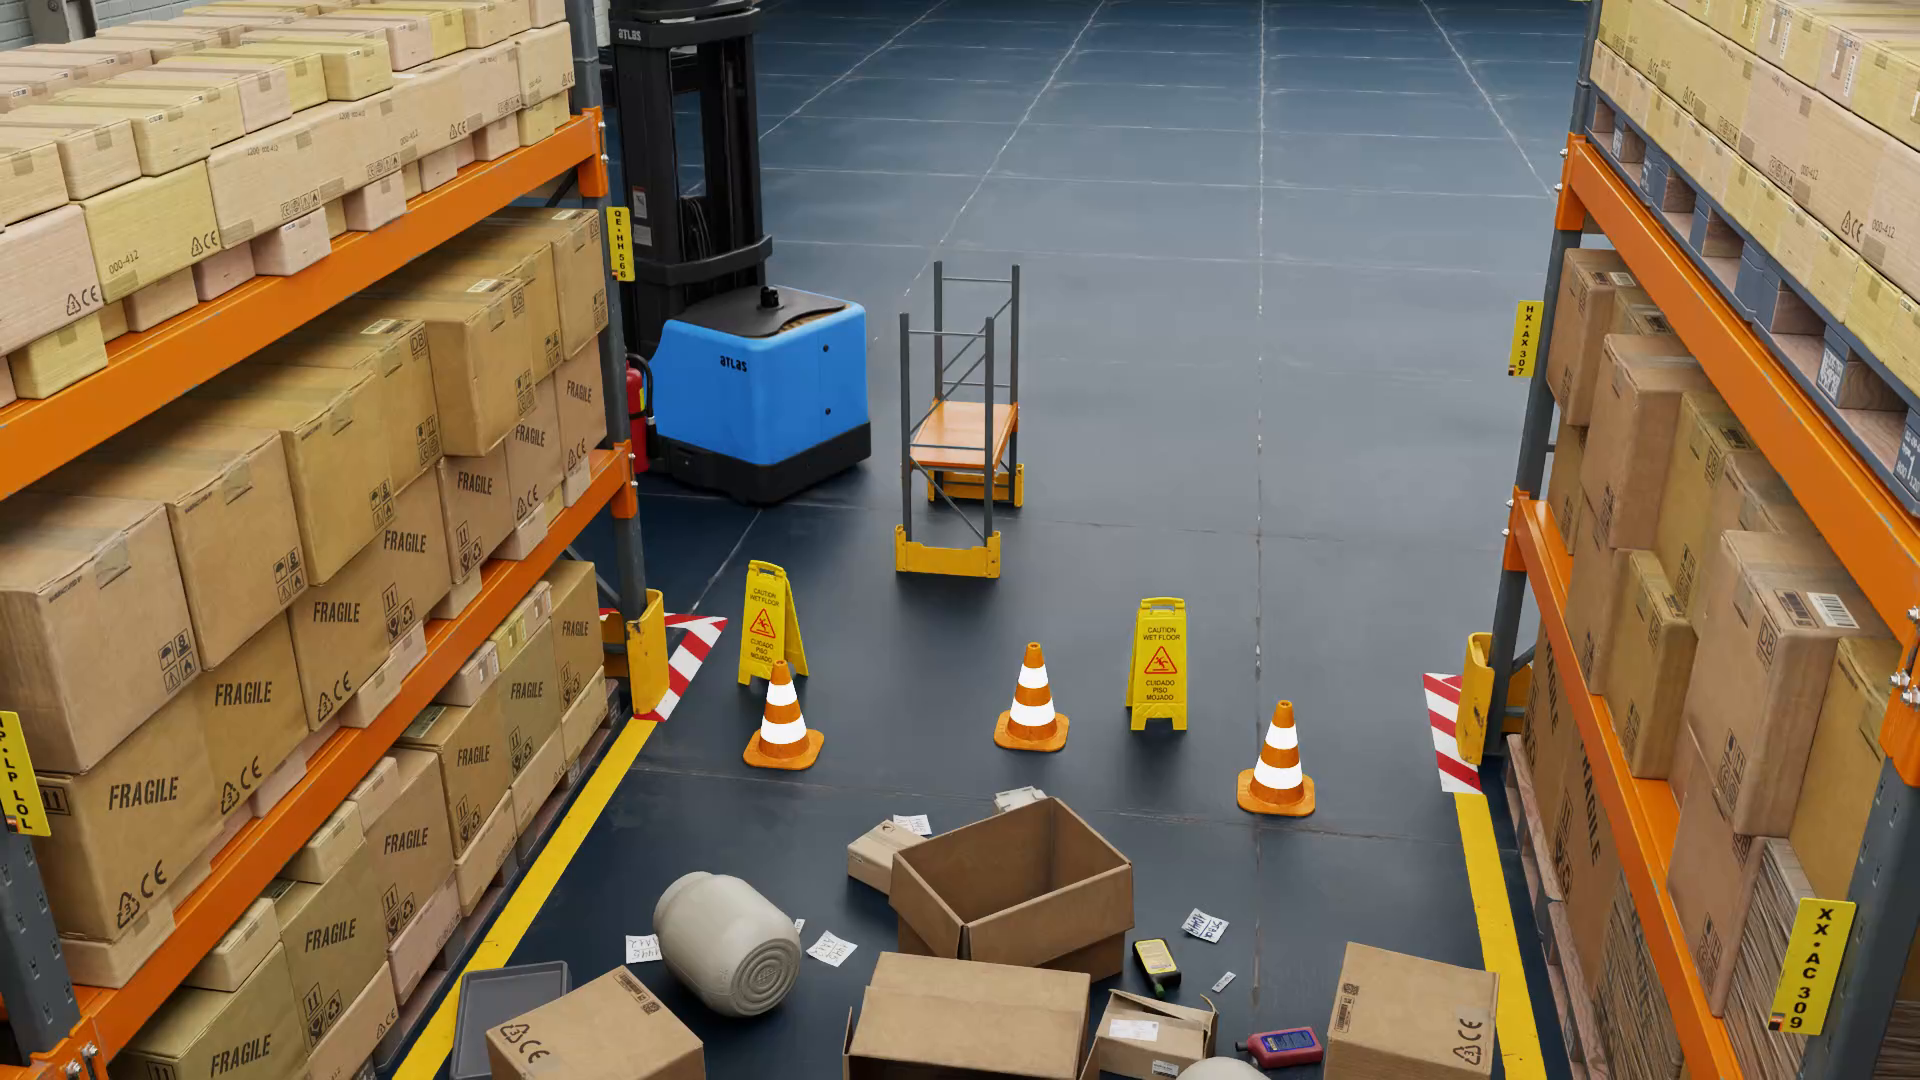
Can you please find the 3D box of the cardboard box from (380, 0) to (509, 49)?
[{"bbox_3d":[-1.883,-1.893,6.073,0.380,0.149,0.250,4,25,8],"label":"cardboard box"}]

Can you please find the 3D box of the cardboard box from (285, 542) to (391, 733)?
[{"bbox_3d":[-2.168,0.246,5.218,0.500,0.500,0.500,4,25,8],"label":"cardboard box"}]

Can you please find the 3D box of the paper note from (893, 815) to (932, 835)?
[{"bbox_3d":[-0.206,1.216,7.116,0.148,0.019,0.142,-5,25,-10],"label":"paper note"}]

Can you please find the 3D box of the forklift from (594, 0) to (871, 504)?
[{"bbox_3d":[-2.060,-2.032,10.633,3.031,2.935,1.130,17,30,33],"label":"forklift"}]

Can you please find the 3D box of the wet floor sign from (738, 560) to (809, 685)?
[{"bbox_3d":[-0.929,0.399,8.136,0.267,0.644,0.232,13,28,26],"label":"wet floor sign"}]

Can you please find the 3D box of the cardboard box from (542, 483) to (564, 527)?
[{"bbox_3d":[-1.861,-0.157,6.844,0.380,0.149,0.250,4,25,8],"label":"cardboard box"}]

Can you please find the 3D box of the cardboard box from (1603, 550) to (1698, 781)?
[{"bbox_3d":[2.539,0.411,5.157,0.875,0.550,0.500,4,25,9],"label":"cardboard box"}]

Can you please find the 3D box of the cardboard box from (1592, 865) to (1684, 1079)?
[{"bbox_3d":[2.546,1.448,5.128,0.875,0.875,0.875,4,25,9],"label":"cardboard box"}]

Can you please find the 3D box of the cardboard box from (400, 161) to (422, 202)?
[{"bbox_3d":[-2.035,-1.204,5.543,0.380,0.149,0.250,3,25,7],"label":"cardboard box"}]

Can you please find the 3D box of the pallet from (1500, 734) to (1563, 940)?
[{"bbox_3d":[2.831,1.242,6.848,1.003,0.211,1.213,4,25,9],"label":"pallet"}]

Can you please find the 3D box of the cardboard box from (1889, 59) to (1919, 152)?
[{"bbox_3d":[2.017,-0.810,3.147,0.380,0.149,0.250,4,25,8],"label":"cardboard box"}]

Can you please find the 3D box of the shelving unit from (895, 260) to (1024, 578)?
[{"bbox_3d":[0.012,-0.711,9.500,0.587,1.500,1.083,4,25,9],"label":"shelving unit"}]

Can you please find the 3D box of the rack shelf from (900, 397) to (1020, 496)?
[{"bbox_3d":[0.014,-0.552,9.585,0.538,0.185,1.000,4,25,9],"label":"rack shelf"}]

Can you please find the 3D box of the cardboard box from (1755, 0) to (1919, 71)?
[{"bbox_3d":[2.183,-1.232,4.049,0.380,0.149,0.250,4,25,8],"label":"cardboard box"}]

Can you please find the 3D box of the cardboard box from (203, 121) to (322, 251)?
[{"bbox_3d":[-2.157,-1.004,4.645,0.500,0.250,0.500,4,25,9],"label":"cardboard box"}]

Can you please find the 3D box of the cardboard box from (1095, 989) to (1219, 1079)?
[{"bbox_3d":[0.695,1.704,5.797,0.396,0.266,0.258,8,26,18],"label":"cardboard box"}]

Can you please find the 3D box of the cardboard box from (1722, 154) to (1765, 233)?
[{"bbox_3d":[2.181,-0.876,4.227,0.380,0.149,0.250,4,25,8],"label":"cardboard box"}]

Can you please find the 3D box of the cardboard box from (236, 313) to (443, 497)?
[{"bbox_3d":[-2.174,-0.435,5.493,0.700,0.500,0.500,4,25,8],"label":"cardboard box"}]

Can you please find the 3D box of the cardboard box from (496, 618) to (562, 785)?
[{"bbox_3d":[-1.971,0.625,6.739,0.500,0.500,0.500,5,26,10],"label":"cardboard box"}]

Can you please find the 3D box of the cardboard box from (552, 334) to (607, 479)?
[{"bbox_3d":[-1.832,-0.596,7.016,0.500,0.500,0.500,4,25,8],"label":"cardboard box"}]

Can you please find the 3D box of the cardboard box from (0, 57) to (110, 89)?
[{"bbox_3d":[-2.687,-1.290,4.785,0.380,0.149,0.250,4,25,9],"label":"cardboard box"}]

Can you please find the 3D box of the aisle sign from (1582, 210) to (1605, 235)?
[{"bbox_3d":[2.600,-1.589,6.540,0.394,0.787,0.004,4,25,9],"label":"aisle sign"}]

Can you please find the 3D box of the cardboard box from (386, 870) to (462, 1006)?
[{"bbox_3d":[-2.146,1.392,5.986,0.500,0.250,0.500,4,25,8],"label":"cardboard box"}]

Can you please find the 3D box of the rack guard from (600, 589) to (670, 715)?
[{"bbox_3d":[-2.028,0.502,8.088,1.175,0.500,0.348,4,25,9],"label":"rack guard"}]

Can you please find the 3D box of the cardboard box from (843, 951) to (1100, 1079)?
[{"bbox_3d":[0.050,1.709,5.345,0.797,0.637,0.503,4,25,9],"label":"cardboard box"}]

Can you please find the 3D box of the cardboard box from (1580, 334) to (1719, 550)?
[{"bbox_3d":[2.561,-0.304,5.411,0.875,0.550,0.550,4,25,9],"label":"cardboard box"}]

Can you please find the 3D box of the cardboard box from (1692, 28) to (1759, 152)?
[{"bbox_3d":[2.306,-1.205,4.460,0.500,0.250,0.500,4,25,8],"label":"cardboard box"}]

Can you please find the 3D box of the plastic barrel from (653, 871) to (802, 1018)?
[{"bbox_3d":[-0.860,1.474,6.102,0.421,0.421,0.512,-20,32,-36],"label":"plastic barrel"}]

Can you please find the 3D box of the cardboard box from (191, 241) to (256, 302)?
[{"bbox_3d":[-2.212,-0.777,4.629,0.380,0.149,0.250,3,25,7],"label":"cardboard box"}]

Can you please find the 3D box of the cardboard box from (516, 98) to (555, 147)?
[{"bbox_3d":[-1.806,-1.632,6.456,0.380,0.149,0.250,4,25,9],"label":"cardboard box"}]

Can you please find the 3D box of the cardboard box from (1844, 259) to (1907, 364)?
[{"bbox_3d":[2.016,-0.448,3.314,0.380,0.149,0.250,4,25,9],"label":"cardboard box"}]

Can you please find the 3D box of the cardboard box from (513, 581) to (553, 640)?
[{"bbox_3d":[-1.883,0.271,6.731,0.380,0.149,0.250,5,26,10],"label":"cardboard box"}]

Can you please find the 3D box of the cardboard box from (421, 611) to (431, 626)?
[{"bbox_3d":[-2.135,0.261,5.950,0.380,0.149,0.250,4,25,9],"label":"cardboard box"}]

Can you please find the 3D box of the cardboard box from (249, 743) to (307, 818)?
[{"bbox_3d":[-2.223,0.692,5.030,0.380,0.149,0.250,5,26,10],"label":"cardboard box"}]

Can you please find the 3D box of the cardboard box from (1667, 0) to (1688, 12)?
[{"bbox_3d":[2.349,-1.660,4.962,0.380,0.149,0.250,4,25,8],"label":"cardboard box"}]

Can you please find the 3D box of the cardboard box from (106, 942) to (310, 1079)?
[{"bbox_3d":[-2.306,1.499,4.874,0.500,0.500,0.500,5,26,11],"label":"cardboard box"}]

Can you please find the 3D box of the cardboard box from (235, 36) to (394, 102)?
[{"bbox_3d":[-1.997,-1.462,5.153,0.380,0.149,0.250,5,25,10],"label":"cardboard box"}]

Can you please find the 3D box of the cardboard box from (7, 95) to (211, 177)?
[{"bbox_3d":[-2.161,-1.032,4.235,0.380,0.149,0.250,4,25,8],"label":"cardboard box"}]

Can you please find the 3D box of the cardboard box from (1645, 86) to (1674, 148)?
[{"bbox_3d":[2.347,-1.298,5.129,0.380,0.149,0.250,4,25,9],"label":"cardboard box"}]

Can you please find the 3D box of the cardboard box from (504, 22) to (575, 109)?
[{"bbox_3d":[-1.833,-1.854,6.461,0.500,0.250,0.500,4,25,8],"label":"cardboard box"}]

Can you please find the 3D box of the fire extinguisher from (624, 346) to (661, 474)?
[{"bbox_3d":[-1.542,-0.643,7.676,0.296,0.674,0.183,4,25,9],"label":"fire extinguisher"}]

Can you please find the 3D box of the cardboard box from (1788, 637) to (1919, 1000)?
[{"bbox_3d":[2.325,0.603,3.473,0.875,0.550,0.550,4,25,9],"label":"cardboard box"}]

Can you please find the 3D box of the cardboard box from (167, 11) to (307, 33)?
[{"bbox_3d":[-2.463,-1.716,5.696,0.380,0.149,0.250,4,25,8],"label":"cardboard box"}]

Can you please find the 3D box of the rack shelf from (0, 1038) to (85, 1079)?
[{"bbox_3d":[-2.996,2.173,2.417,1.077,0.370,4.000,4,25,9],"label":"rack shelf"}]

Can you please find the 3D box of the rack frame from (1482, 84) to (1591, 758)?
[{"bbox_3d":[2.884,-0.361,6.983,1.000,3.000,0.127,4,25,9],"label":"rack frame"}]

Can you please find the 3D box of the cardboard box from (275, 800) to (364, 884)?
[{"bbox_3d":[-2.145,0.942,5.298,0.380,0.149,0.250,5,26,11],"label":"cardboard box"}]

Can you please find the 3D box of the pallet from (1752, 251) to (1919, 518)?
[{"bbox_3d":[2.375,-0.348,3.522,1.003,0.211,1.213,4,25,9],"label":"pallet"}]

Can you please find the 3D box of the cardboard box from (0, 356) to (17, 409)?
[{"bbox_3d":[-2.373,-0.348,3.714,0.380,0.149,0.250,4,25,8],"label":"cardboard box"}]

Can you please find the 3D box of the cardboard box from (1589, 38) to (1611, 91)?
[{"bbox_3d":[2.512,-1.720,6.031,0.380,0.149,0.250,4,25,9],"label":"cardboard box"}]
